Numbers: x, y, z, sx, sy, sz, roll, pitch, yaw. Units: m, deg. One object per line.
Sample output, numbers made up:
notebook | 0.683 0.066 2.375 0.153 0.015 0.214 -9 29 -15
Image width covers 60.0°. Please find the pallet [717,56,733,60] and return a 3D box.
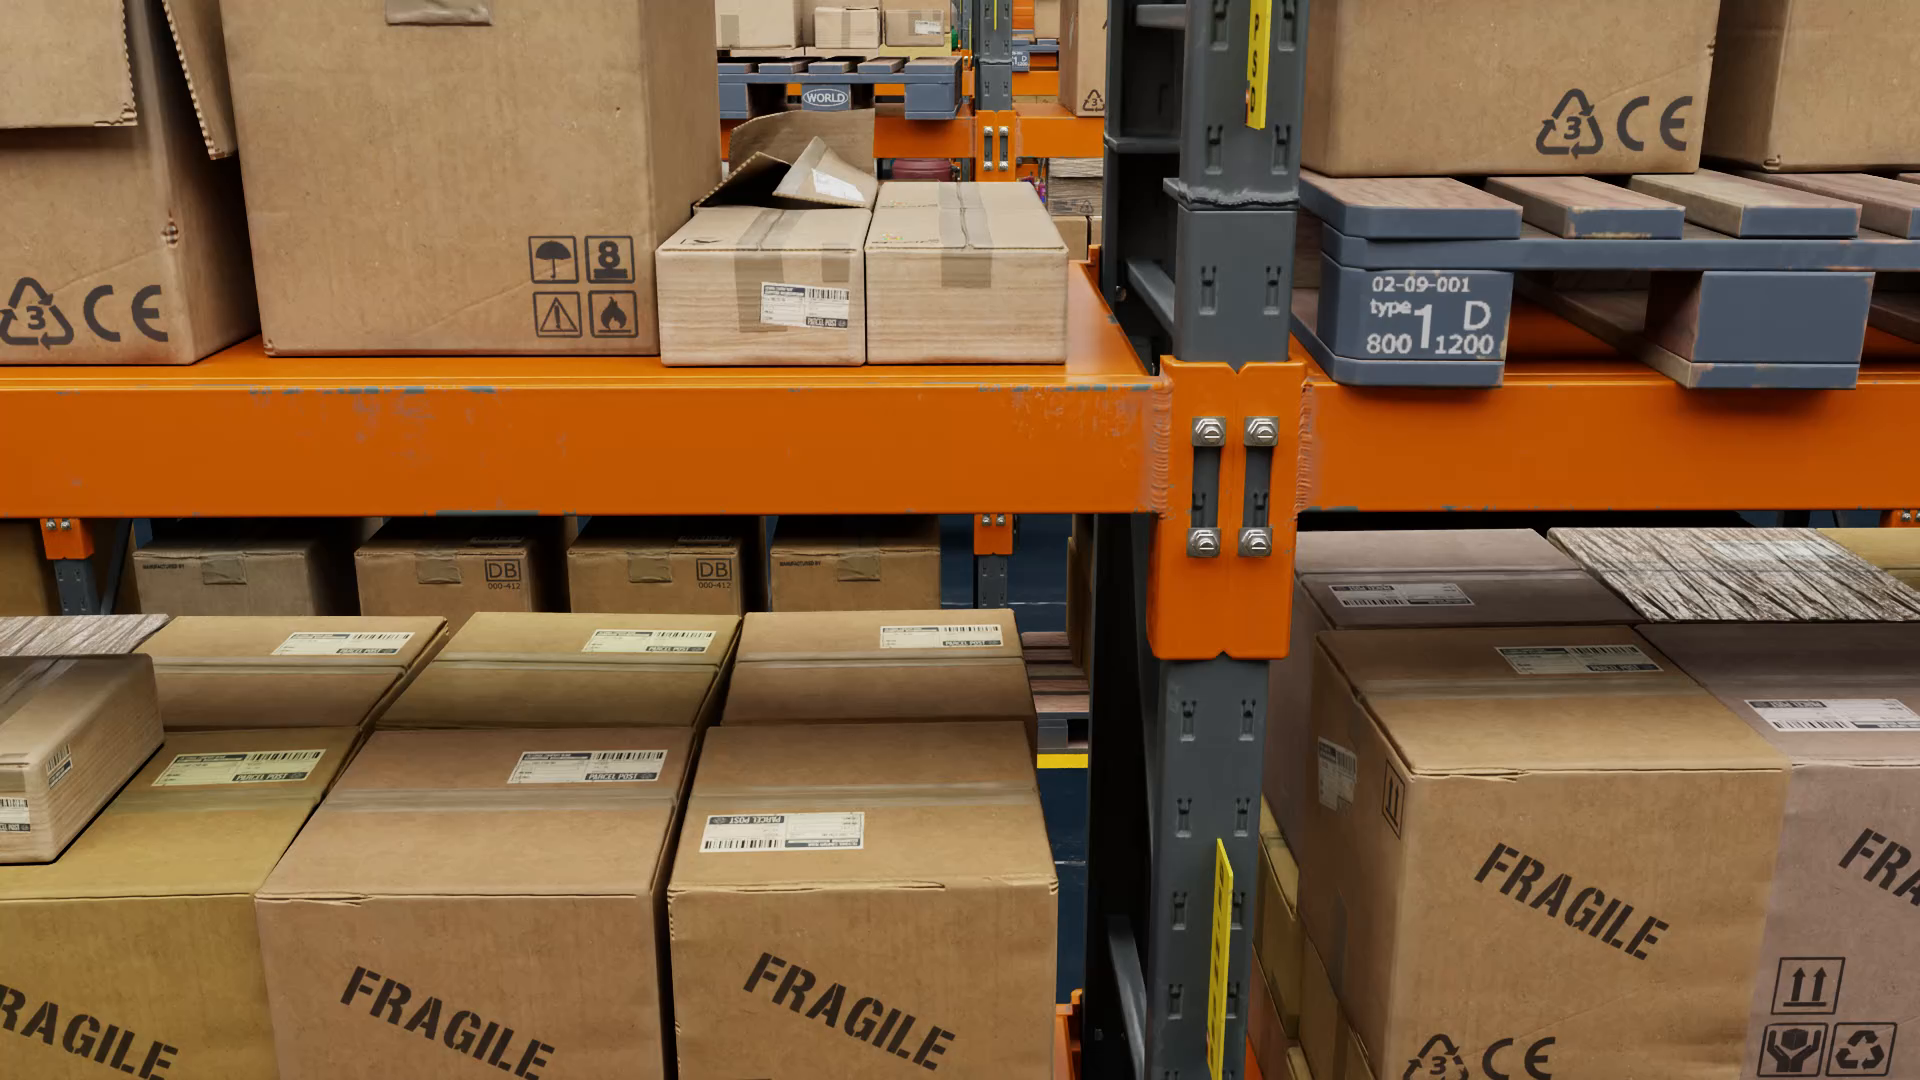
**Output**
pallet | -1.624 -1.924 7.032 1.213 0.211 1.003 1 18 2

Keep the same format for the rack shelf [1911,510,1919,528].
rack shelf | 6.136 -0.297 7.741 4.000 0.370 1.077 0 18 -1

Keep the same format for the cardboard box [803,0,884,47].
cardboard box | -0.590 -2.308 7.216 0.500 0.311 0.500 0 18 -1

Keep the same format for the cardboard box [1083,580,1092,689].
cardboard box | 0.848 0.454 7.627 0.500 0.500 0.500 -1 18 -3

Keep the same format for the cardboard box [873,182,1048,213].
cardboard box | -0.002 -0.459 2.567 0.250 0.149 0.380 0 18 -1

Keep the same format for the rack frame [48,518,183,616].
rack frame | -3.863 -0.592 7.481 0.127 3.000 1.000 0 18 -1

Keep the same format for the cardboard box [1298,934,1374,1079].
cardboard box | 0.827 0.807 2.549 0.500 0.250 0.500 0 18 -1

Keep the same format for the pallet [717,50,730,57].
pallet | -2.184 -3.422 11.702 1.003 0.211 1.213 0 18 -1

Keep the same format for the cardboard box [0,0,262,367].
cardboard box | -1.209 -0.561 2.306 0.637 0.503 0.797 0 18 -1

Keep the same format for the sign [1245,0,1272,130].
sign | 0.323 -0.608 1.776 0.005 0.325 0.100 0 18 -1

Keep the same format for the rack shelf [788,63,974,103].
rack shelf | -1.840 -3.202 11.887 4.000 0.370 1.077 0 18 -1

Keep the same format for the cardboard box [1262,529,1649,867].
cardboard box | 0.829 0.294 2.919 0.500 0.500 0.500 -1 18 -2

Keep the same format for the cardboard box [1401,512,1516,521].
cardboard box | 2.351 -0.070 8.031 0.500 0.250 0.500 0 18 1

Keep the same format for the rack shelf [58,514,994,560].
rack shelf | -1.863 -0.259 7.621 4.000 0.370 1.077 0 18 -1

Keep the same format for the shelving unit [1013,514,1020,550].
shelving unit | -0.007 -0.714 10.318 0.755 1.500 0.431 0 18 -1

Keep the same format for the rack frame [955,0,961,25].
rack frame | 0.007 -8.008 20.780 0.127 3.000 1.000 0 18 -1

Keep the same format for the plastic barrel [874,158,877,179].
plastic barrel | -0.944 -3.622 16.745 0.421 0.512 0.421 0 18 0

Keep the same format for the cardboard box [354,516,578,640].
cardboard box | -2.279 0.246 7.866 0.750 0.750 1.050 0 18 -1

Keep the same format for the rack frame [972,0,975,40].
rack frame | 0.160 -4.983 11.349 0.127 3.000 1.000 0 18 -1

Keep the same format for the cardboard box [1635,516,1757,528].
cardboard box | 3.396 0.084 7.552 0.500 0.250 0.500 -1 18 -2

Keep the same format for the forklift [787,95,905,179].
forklift | -0.846 -3.021 15.168 1.130 2.935 3.031 17 24 42

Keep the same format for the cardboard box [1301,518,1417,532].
cardboard box | 1.832 0.092 7.527 0.500 0.250 0.500 0 18 0

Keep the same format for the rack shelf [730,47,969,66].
rack shelf | -1.918 -4.715 16.602 4.000 0.370 1.077 0 18 -1

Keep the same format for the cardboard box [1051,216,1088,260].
cardboard box | 0.650 -2.093 11.998 0.500 0.500 0.500 0 18 1

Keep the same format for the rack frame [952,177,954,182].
rack frame | -0.075 -6.665 26.413 0.127 3.000 1.000 0 18 -1

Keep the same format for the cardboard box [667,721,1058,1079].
cardboard box | -0.134 0.598 2.433 0.500 0.500 0.500 -1 18 -2

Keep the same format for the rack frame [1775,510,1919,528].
rack frame | 4.136 -0.630 7.601 0.127 3.000 1.000 0 18 -1

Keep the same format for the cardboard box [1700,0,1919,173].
cardboard box | 1.303 -0.838 2.488 0.500 0.500 0.700 -1 18 -4

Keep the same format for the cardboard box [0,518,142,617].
cardboard box | -4.493 0.202 7.798 0.875 0.875 0.875 0 18 0

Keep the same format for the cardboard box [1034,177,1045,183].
cardboard box | 1.538 -5.807 26.570 0.750 0.750 0.750 0 18 -1

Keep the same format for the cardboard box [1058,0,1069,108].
cardboard box | 0.704 -2.167 7.318 0.500 0.500 0.500 0 18 -1

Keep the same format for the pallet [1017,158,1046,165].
pallet | 0.684 -5.085 21.803 1.003 0.211 1.213 0 18 -1

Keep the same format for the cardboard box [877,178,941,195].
cardboard box | -0.380 -2.359 12.139 0.500 0.500 0.500 -2 18 -8

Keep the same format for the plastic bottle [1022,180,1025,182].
plastic bottle | 0.636 -3.473 16.675 0.097 0.271 0.097 0 18 0

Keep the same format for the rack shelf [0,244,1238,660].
rack shelf | -1.684 -0.176 2.451 4.000 0.370 1.077 0 18 -1

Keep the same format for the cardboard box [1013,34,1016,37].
cardboard box | 0.443 -6.640 21.262 0.500 0.500 0.910 0 18 -1

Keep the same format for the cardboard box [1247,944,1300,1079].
cardboard box | 0.818 0.890 3.107 0.500 0.250 0.500 -1 18 -3

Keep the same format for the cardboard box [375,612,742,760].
cardboard box | -0.659 0.447 2.904 0.500 0.500 0.500 1 18 2

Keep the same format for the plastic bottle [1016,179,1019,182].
plastic bottle | 0.595 -3.672 17.408 0.097 0.201 0.097 0 18 0

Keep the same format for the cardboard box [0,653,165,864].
cardboard box | -1.315 0.296 2.313 0.250 0.149 0.380 -1 18 -3

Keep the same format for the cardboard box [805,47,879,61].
cardboard box | -0.808 -3.399 11.569 0.500 0.250 0.500 0 18 -1
